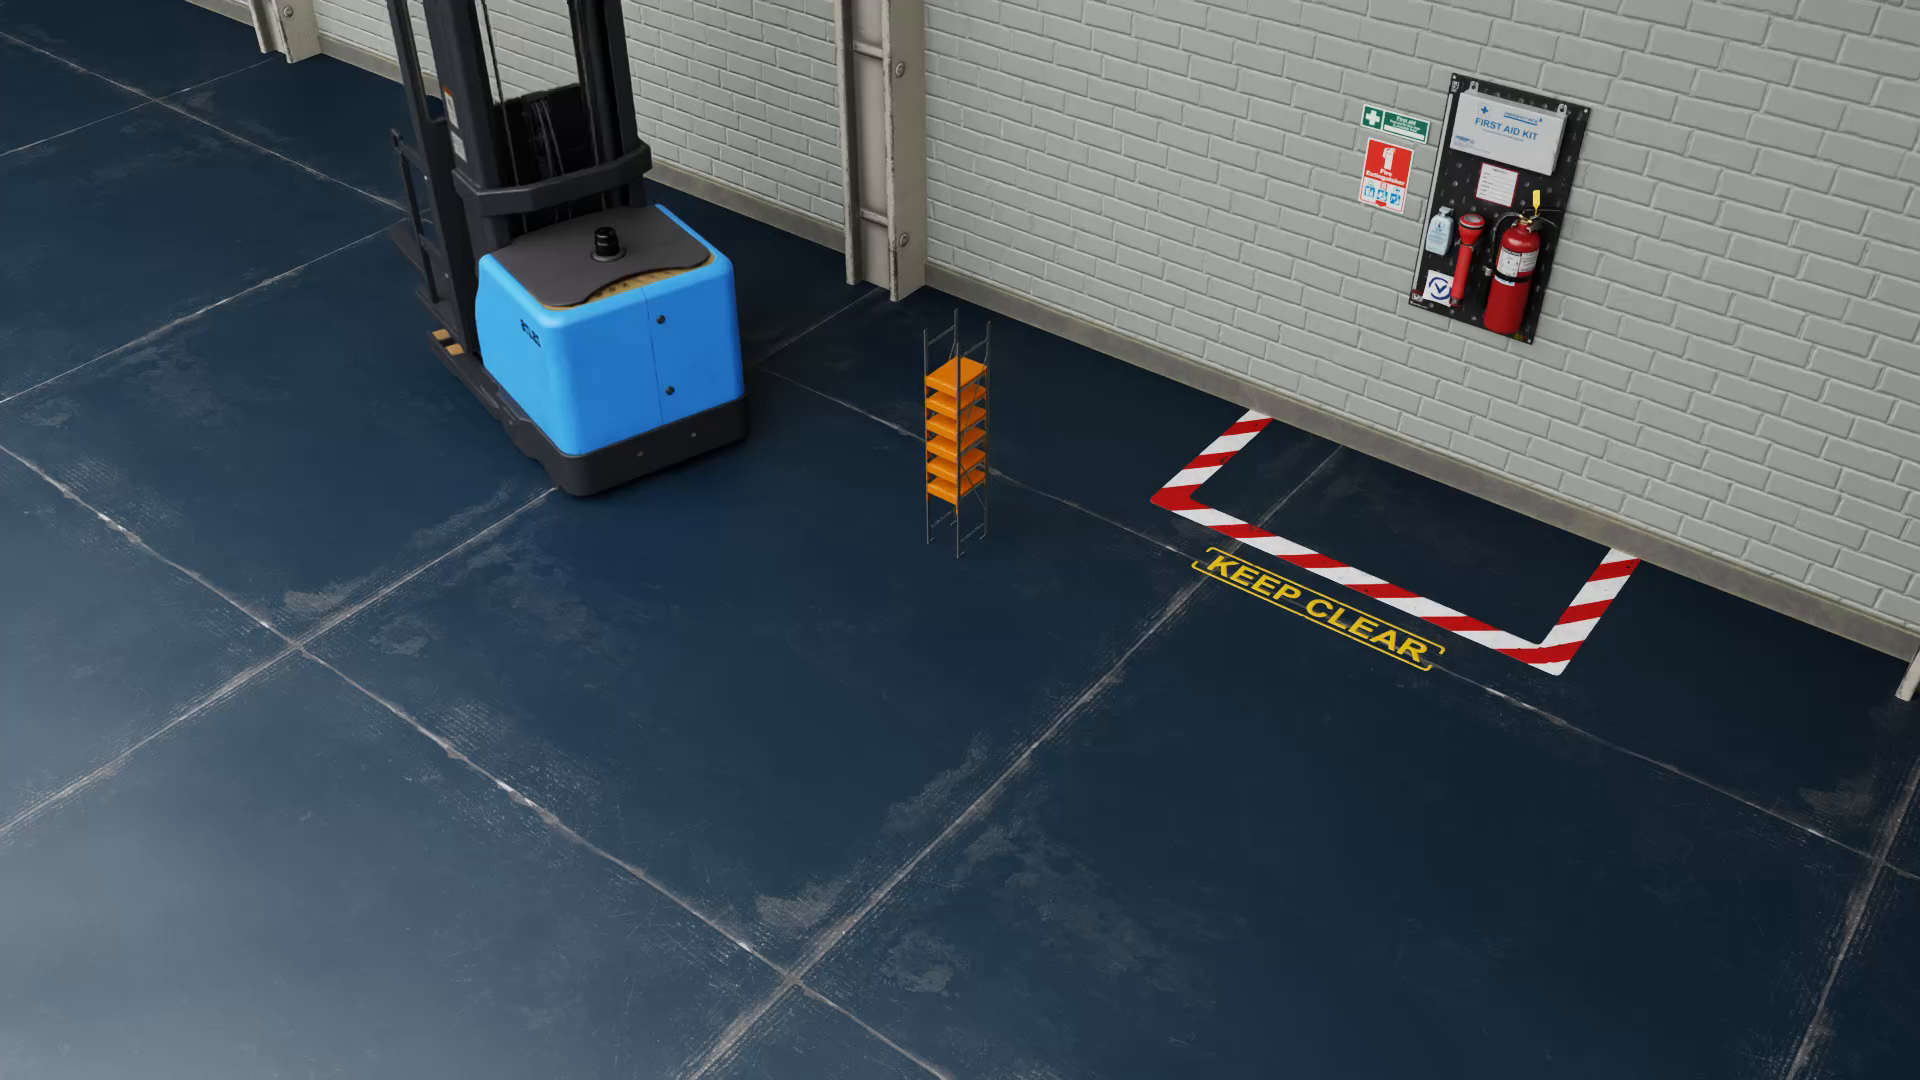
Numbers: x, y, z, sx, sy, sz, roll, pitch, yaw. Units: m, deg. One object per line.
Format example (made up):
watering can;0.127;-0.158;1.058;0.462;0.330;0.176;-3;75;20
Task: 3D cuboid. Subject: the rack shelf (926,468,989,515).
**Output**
rack shelf;-0.011;-0.254;7.923;0.180;0.103;0.258;25;45;29

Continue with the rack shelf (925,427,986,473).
rack shelf;-0.012;-0.443;7.775;0.180;0.103;0.258;25;45;29

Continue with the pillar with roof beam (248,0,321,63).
pillar with roof beam;-7.823;-5.250;7.517;0.400;9.000;9.100;25;45;29

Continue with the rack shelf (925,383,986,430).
rack shelf;-0.012;-0.632;7.627;0.180;0.103;0.258;25;45;29

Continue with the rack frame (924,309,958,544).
rack frame;-0.084;-0.512;7.792;0.006;1.200;0.240;25;45;29

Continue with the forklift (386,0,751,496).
forklift;-2.358;-2.238;8.592;1.130;2.935;3.031;-24;44;-27

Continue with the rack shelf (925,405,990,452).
rack shelf;-0.012;-0.537;7.701;0.180;0.103;0.258;25;45;29

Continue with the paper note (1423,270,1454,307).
paper note;2.285;-1.199;7.924;0.142;0.148;0.016;25;45;29

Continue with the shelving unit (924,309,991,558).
shelving unit;-0.012;-0.478;7.748;0.189;1.200;0.258;25;45;29

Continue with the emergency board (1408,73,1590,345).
emergency board;2.384;-1.446;7.524;0.643;1.169;0.194;25;45;29

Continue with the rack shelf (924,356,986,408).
rack shelf;-0.012;-0.726;7.553;0.180;0.103;0.258;25;45;29

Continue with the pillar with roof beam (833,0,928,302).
pillar with roof beam;-3.058;-3.003;4.647;0.400;9.000;9.100;25;45;29

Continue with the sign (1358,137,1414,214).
sign;2.007;-1.718;7.842;0.234;0.329;0.001;25;45;29

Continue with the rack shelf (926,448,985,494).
rack shelf;-0.011;-0.348;7.849;0.180;0.103;0.258;25;45;29

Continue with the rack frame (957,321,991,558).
rack frame;0.061;-0.444;7.704;0.006;1.200;0.240;25;45;29

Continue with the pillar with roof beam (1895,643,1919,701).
pillar with roof beam;1.708;-0.756;1.777;0.400;9.000;9.100;25;45;29

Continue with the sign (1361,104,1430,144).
sign;2.006;-1.920;7.671;0.331;0.109;0.001;25;45;29
